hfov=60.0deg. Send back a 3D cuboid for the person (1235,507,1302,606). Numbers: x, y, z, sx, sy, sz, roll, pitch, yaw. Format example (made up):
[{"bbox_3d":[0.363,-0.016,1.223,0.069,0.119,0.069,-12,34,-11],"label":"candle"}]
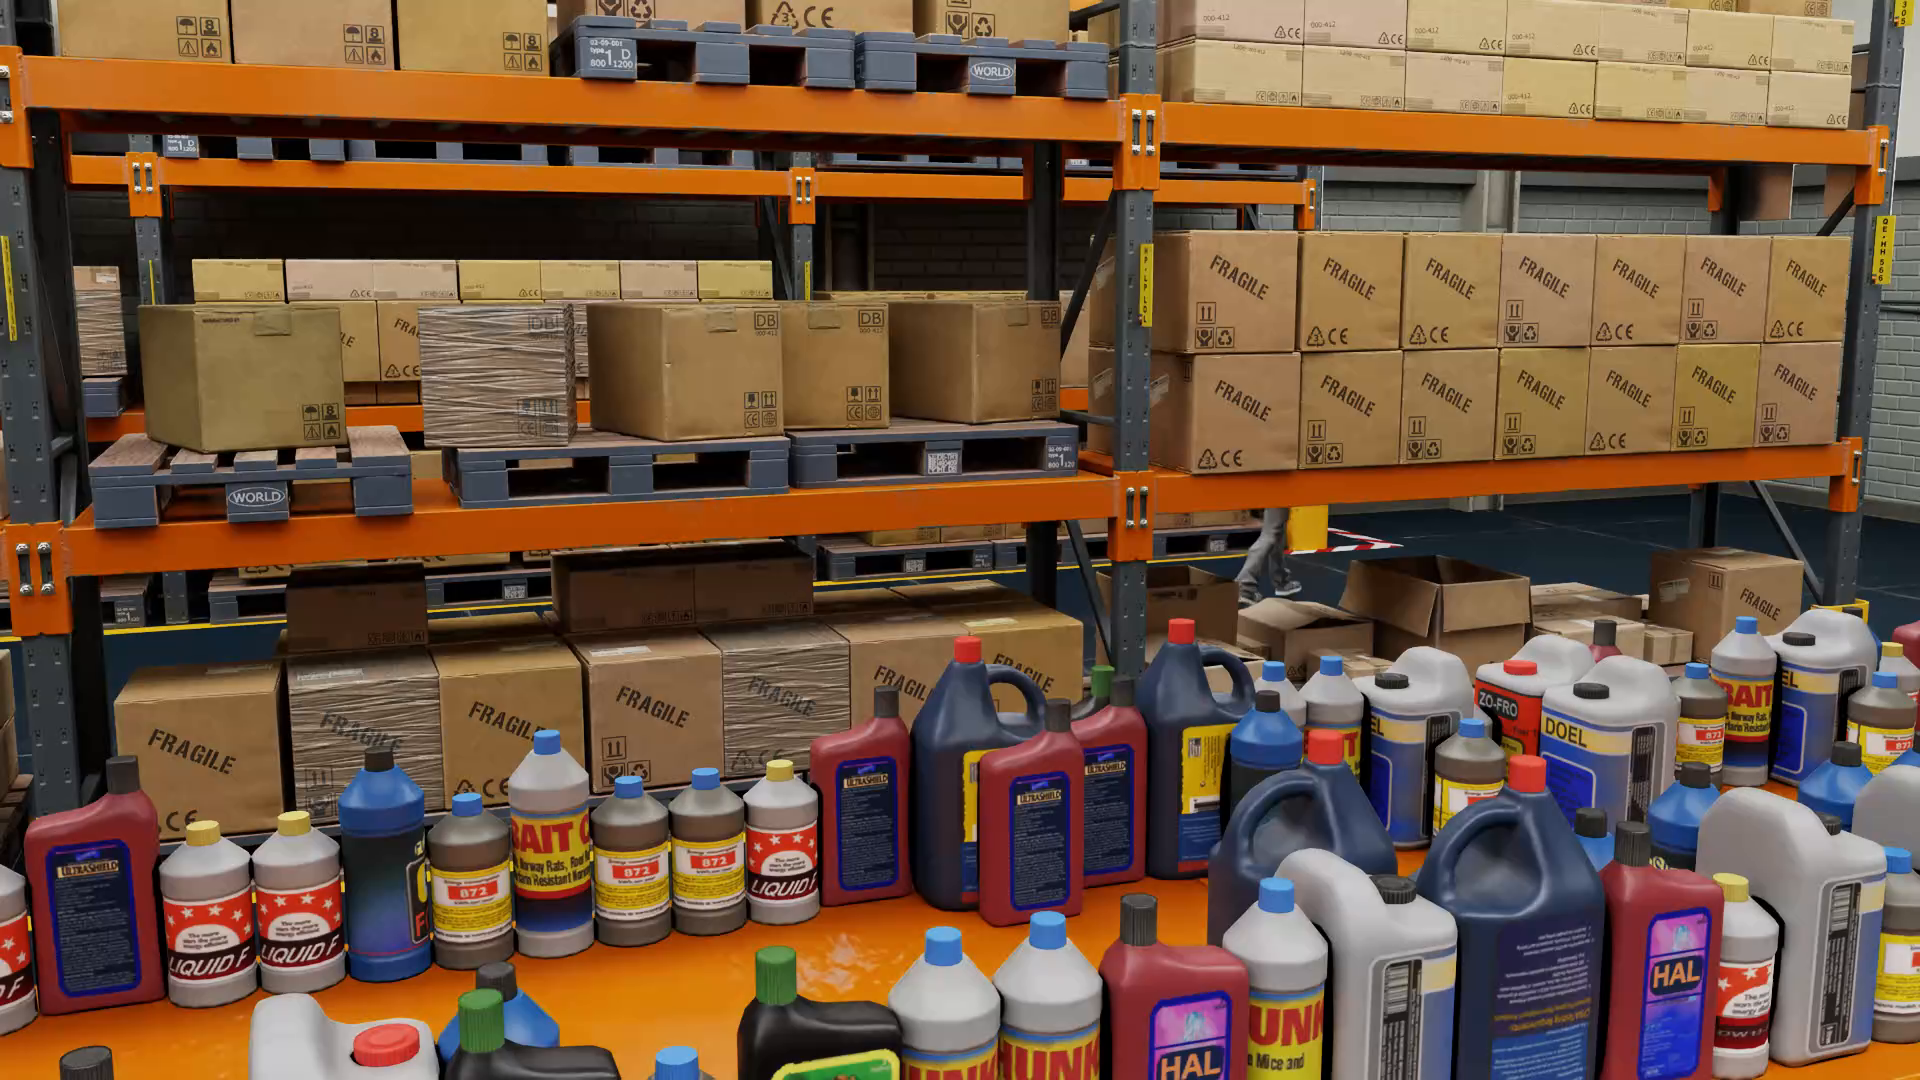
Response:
[{"bbox_3d":[2.011,-0.360,10.608,0.410,1.539,0.939,9,12,43],"label":"person"}]
